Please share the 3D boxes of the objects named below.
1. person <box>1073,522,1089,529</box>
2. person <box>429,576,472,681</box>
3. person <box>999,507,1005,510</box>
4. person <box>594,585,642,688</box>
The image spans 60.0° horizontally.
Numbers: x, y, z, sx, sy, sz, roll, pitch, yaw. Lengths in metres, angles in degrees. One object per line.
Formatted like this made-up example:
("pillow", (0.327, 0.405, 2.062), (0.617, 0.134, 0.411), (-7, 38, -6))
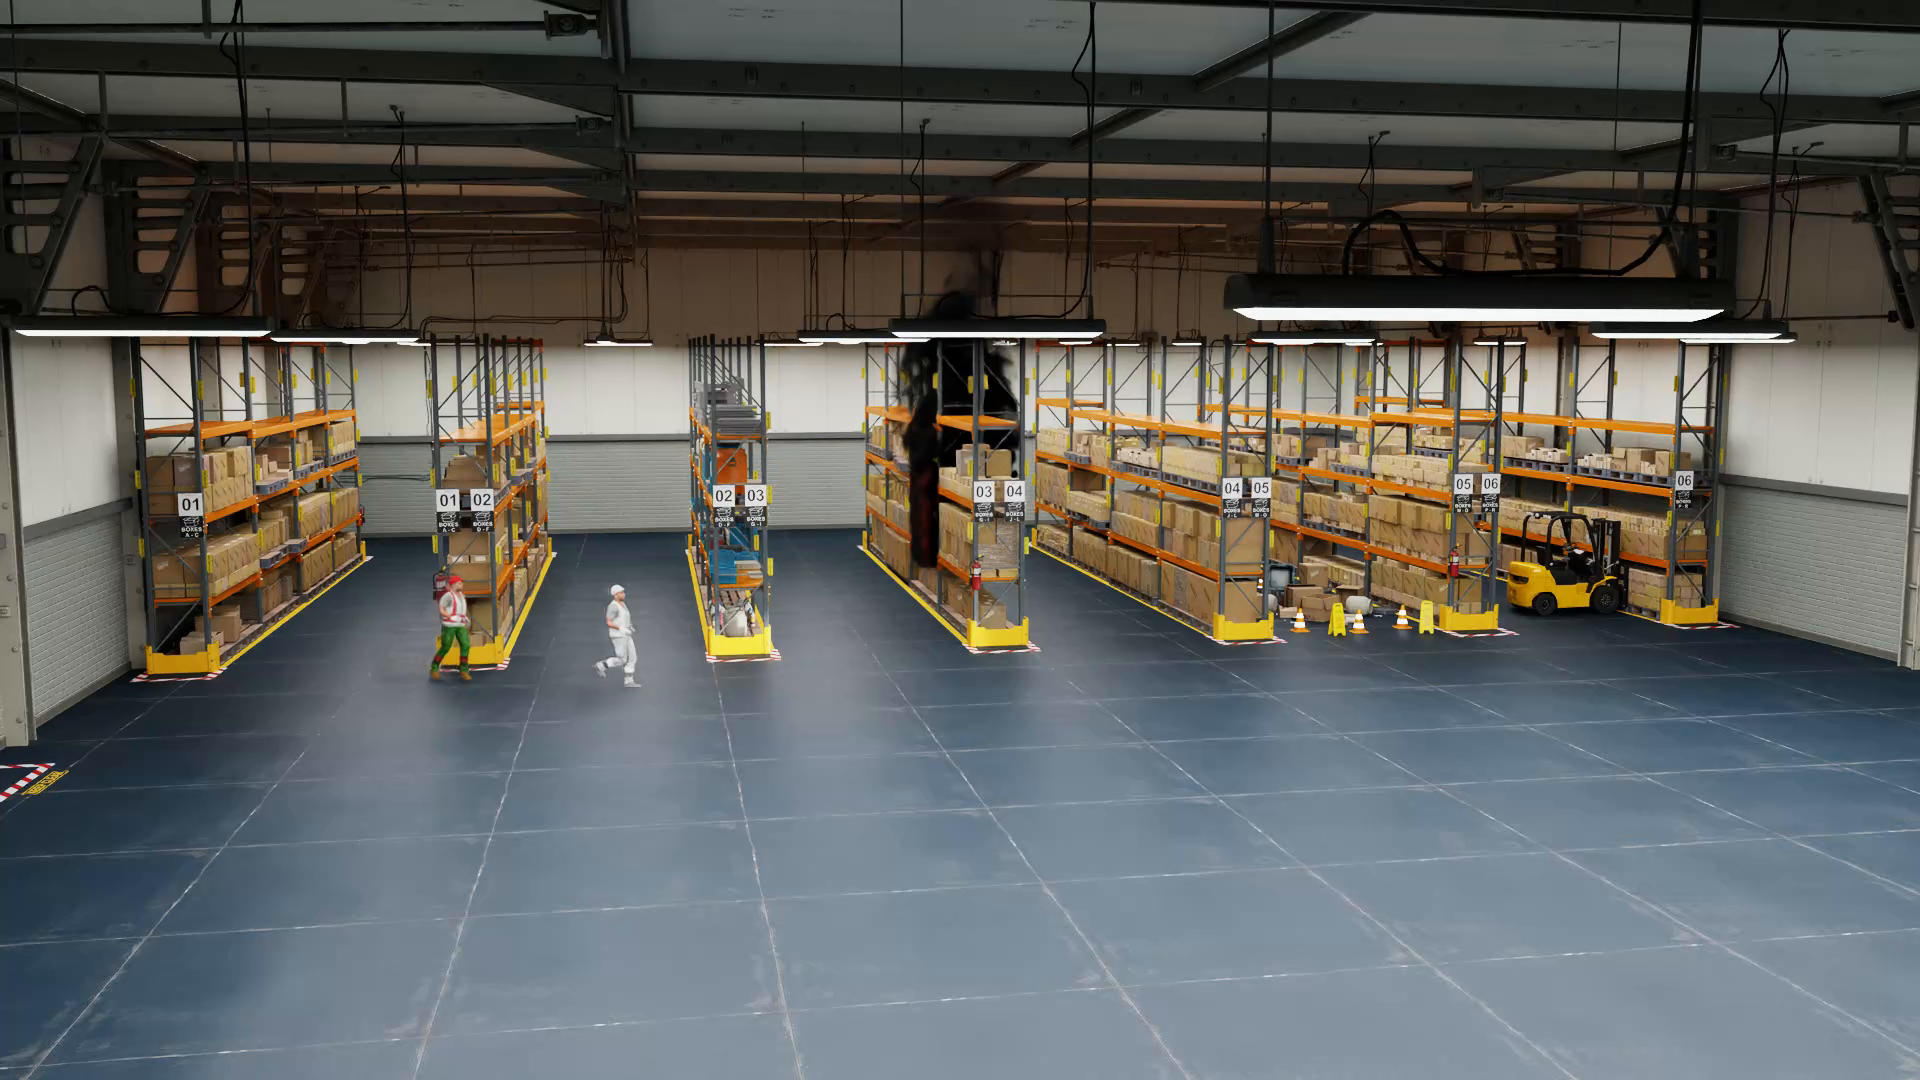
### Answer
("person", (3.608, -0.777, 49.628), (0.637, 1.703, 0.663), (-6, 9, -40))
("person", (-8.734, 1.513, 28.907), (0.853, 1.785, 0.731), (3, 7, 27))
("person", (1.142, -0.505, 47.169), (0.627, 1.702, 0.821), (-1, 7, -10))
("person", (-5.783, 1.632, 28.153), (0.818, 1.758, 0.653), (1, 7, 10))
